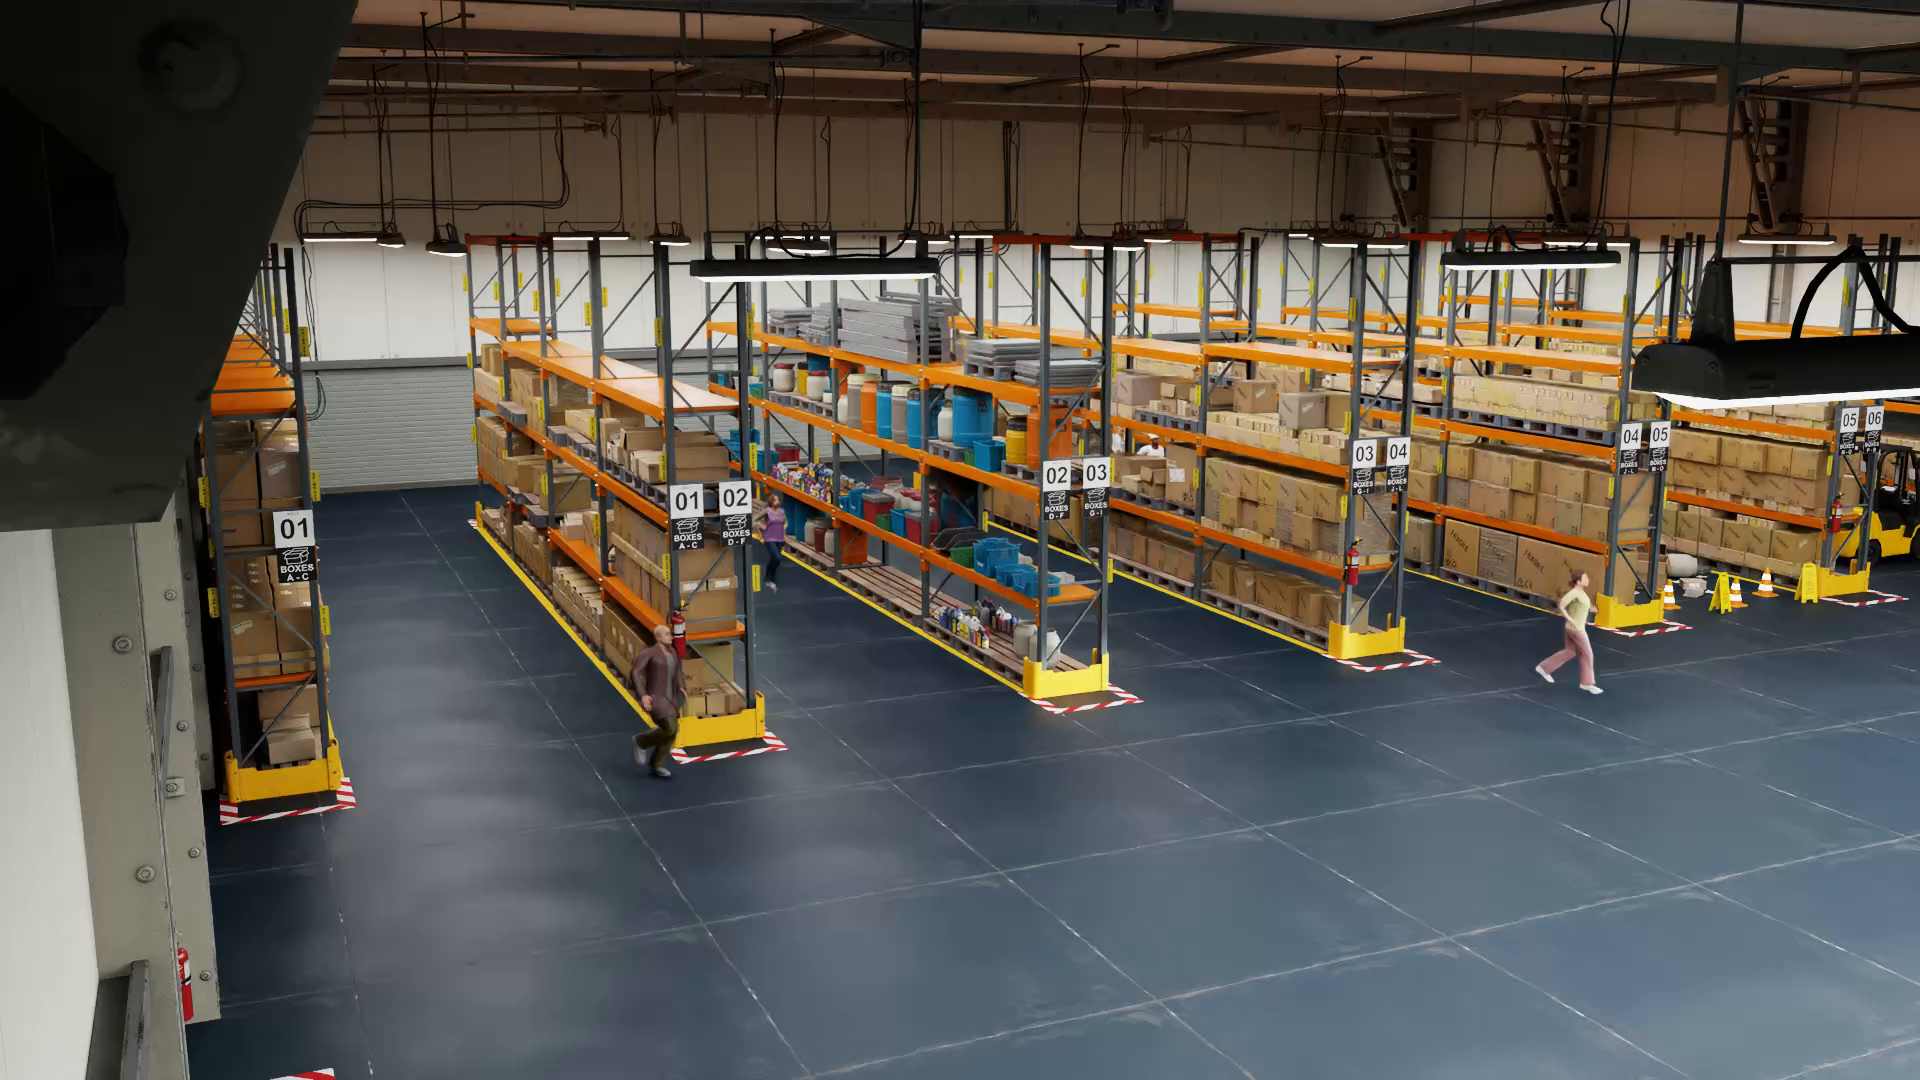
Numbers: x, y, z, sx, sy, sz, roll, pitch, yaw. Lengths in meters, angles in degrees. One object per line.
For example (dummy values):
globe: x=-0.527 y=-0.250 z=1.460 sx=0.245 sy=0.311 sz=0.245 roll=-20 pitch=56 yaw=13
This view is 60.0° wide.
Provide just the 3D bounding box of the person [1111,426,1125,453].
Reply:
person: x=3.578 y=-1.763 z=37.563 sx=0.718 sy=1.790 sz=1.045 roll=-4 pitch=12 yaw=-22

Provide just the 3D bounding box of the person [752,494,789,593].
person: x=-3.043 y=0.054 z=27.276 sx=0.519 sy=1.625 sz=0.622 roll=-10 pitch=15 yaw=-41

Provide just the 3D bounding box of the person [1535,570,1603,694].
person: x=8.292 y=1.213 z=22.490 sx=0.876 sy=1.682 sz=0.564 roll=4 pitch=12 yaw=20

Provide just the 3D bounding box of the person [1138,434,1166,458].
person: x=4.224 y=-1.468 z=36.097 sx=0.676 sy=1.720 sz=0.591 roll=-6 pitch=12 yaw=-27

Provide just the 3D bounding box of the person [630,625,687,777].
person: x=-3.435 y=1.828 z=19.233 sx=0.579 sy=1.697 sz=0.738 roll=6 pitch=13 yaw=28
